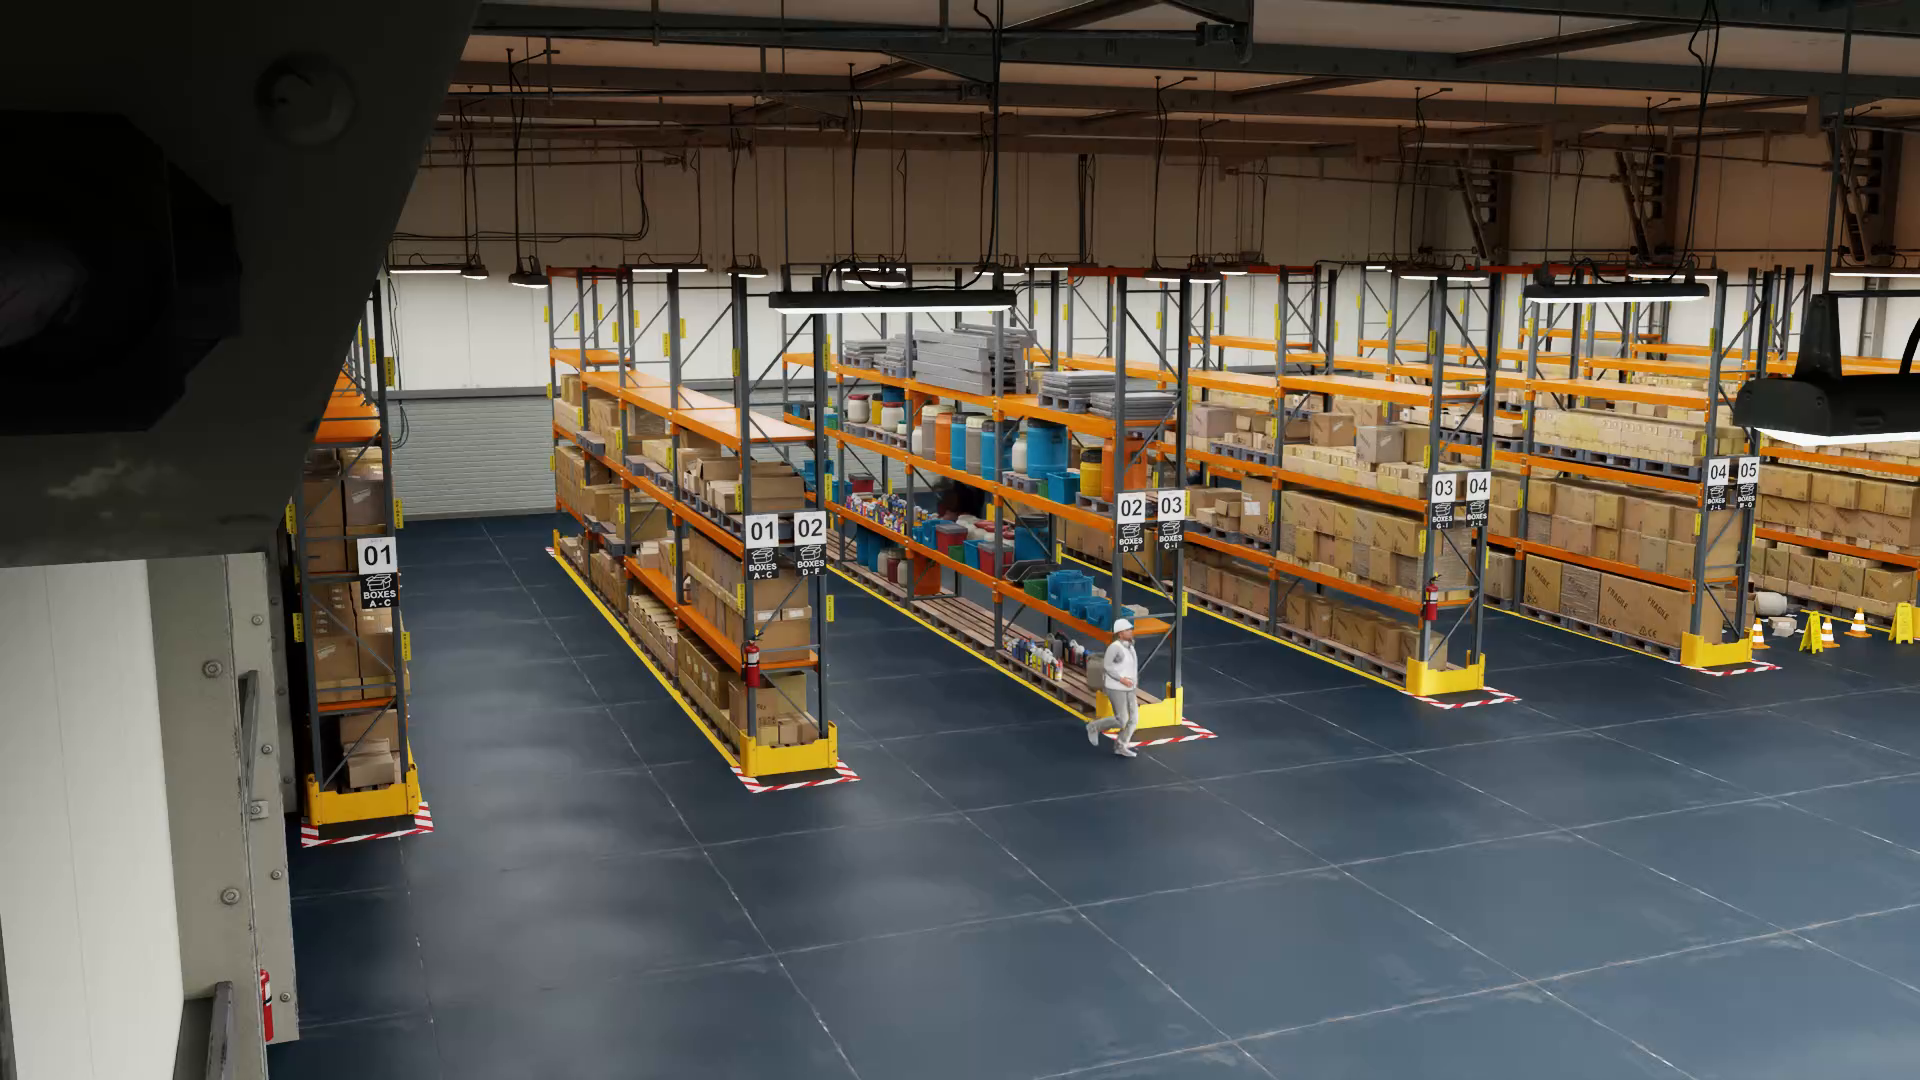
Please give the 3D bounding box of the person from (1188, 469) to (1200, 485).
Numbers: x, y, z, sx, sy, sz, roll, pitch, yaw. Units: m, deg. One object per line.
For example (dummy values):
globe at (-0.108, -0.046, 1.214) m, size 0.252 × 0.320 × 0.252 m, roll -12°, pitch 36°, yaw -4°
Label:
person at (6.014, -1.661, 41.771) m, size 0.602 × 1.566 × 0.593 m, roll 5°, pitch 11°, yaw 26°

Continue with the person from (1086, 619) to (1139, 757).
person at (1.997, 1.850, 21.103) m, size 0.681 × 1.735 × 0.685 m, roll 6°, pitch 12°, yaw 32°
